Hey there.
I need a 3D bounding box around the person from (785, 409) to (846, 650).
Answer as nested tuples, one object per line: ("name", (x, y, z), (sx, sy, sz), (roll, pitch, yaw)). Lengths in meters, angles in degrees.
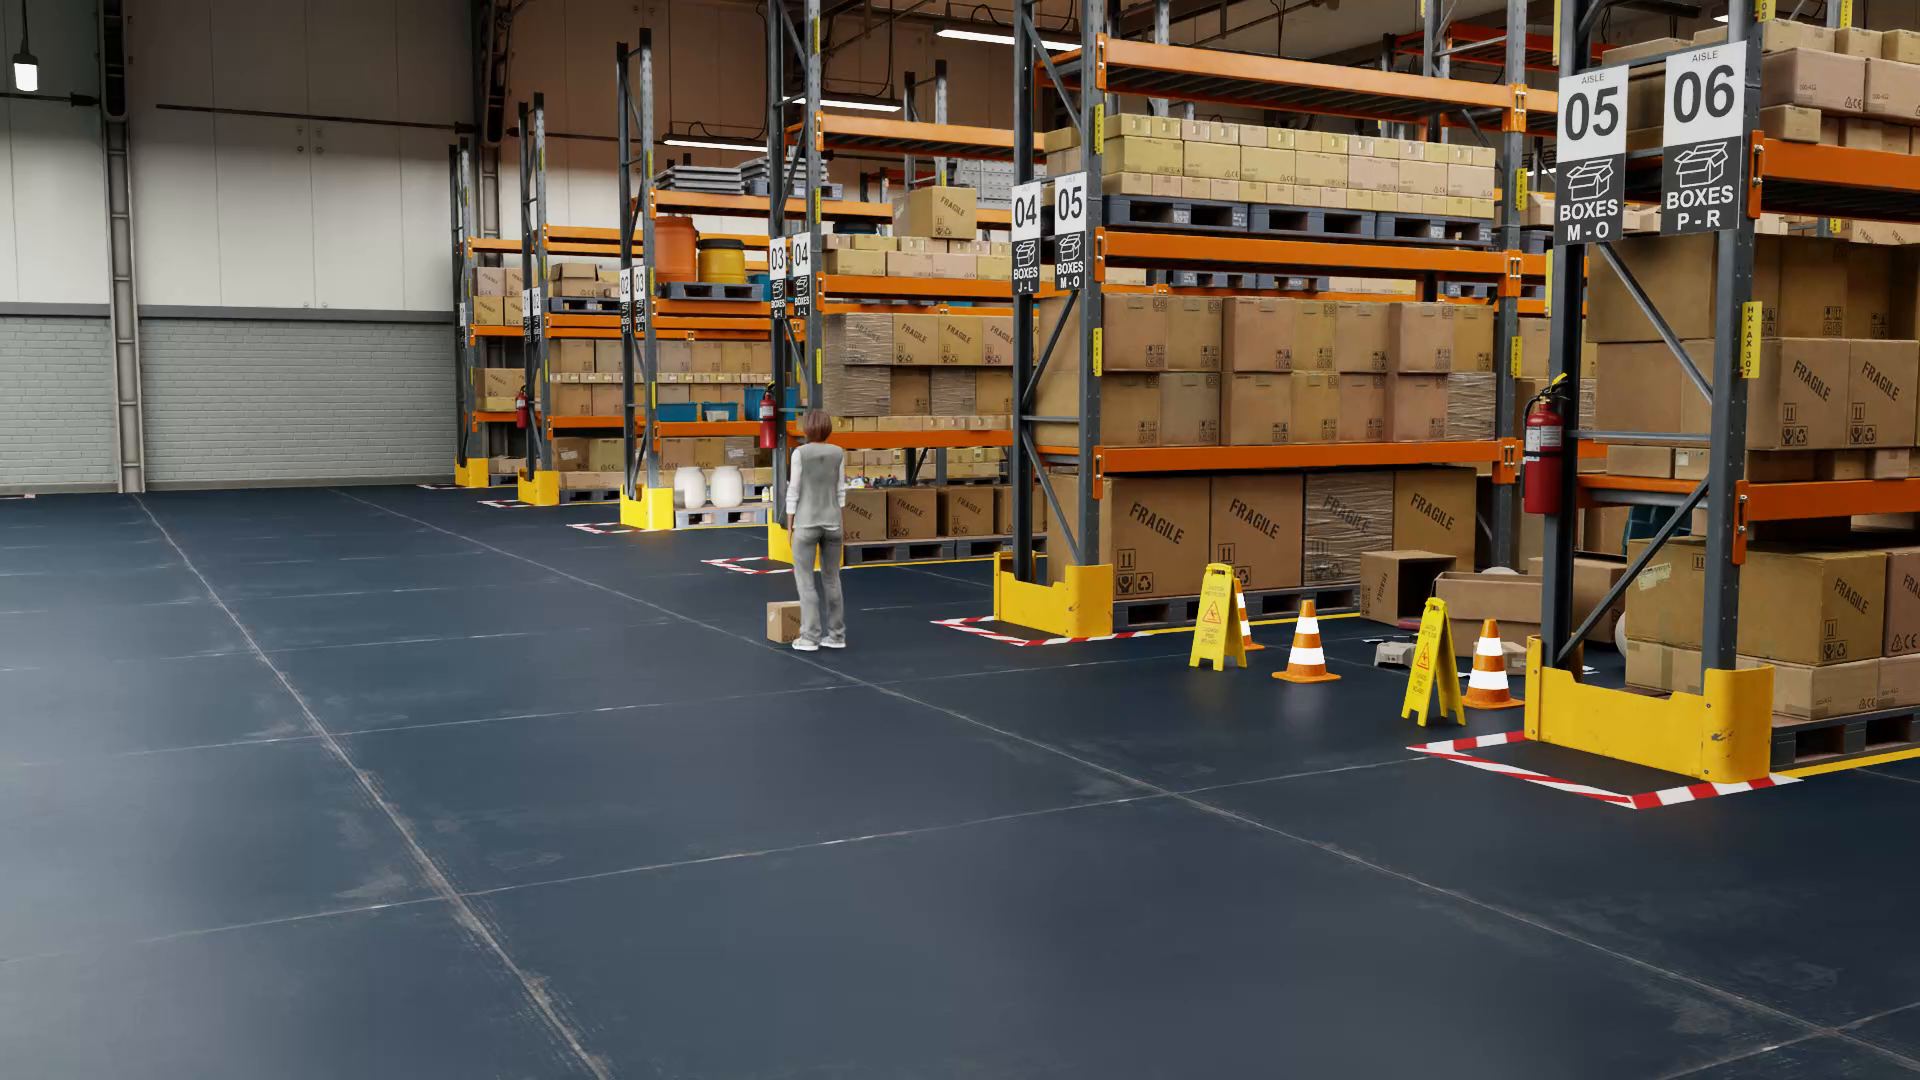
("person", (-0.955, -0.064, 10.954), (0.407, 1.593, 0.299), (-3, 6, -28))
